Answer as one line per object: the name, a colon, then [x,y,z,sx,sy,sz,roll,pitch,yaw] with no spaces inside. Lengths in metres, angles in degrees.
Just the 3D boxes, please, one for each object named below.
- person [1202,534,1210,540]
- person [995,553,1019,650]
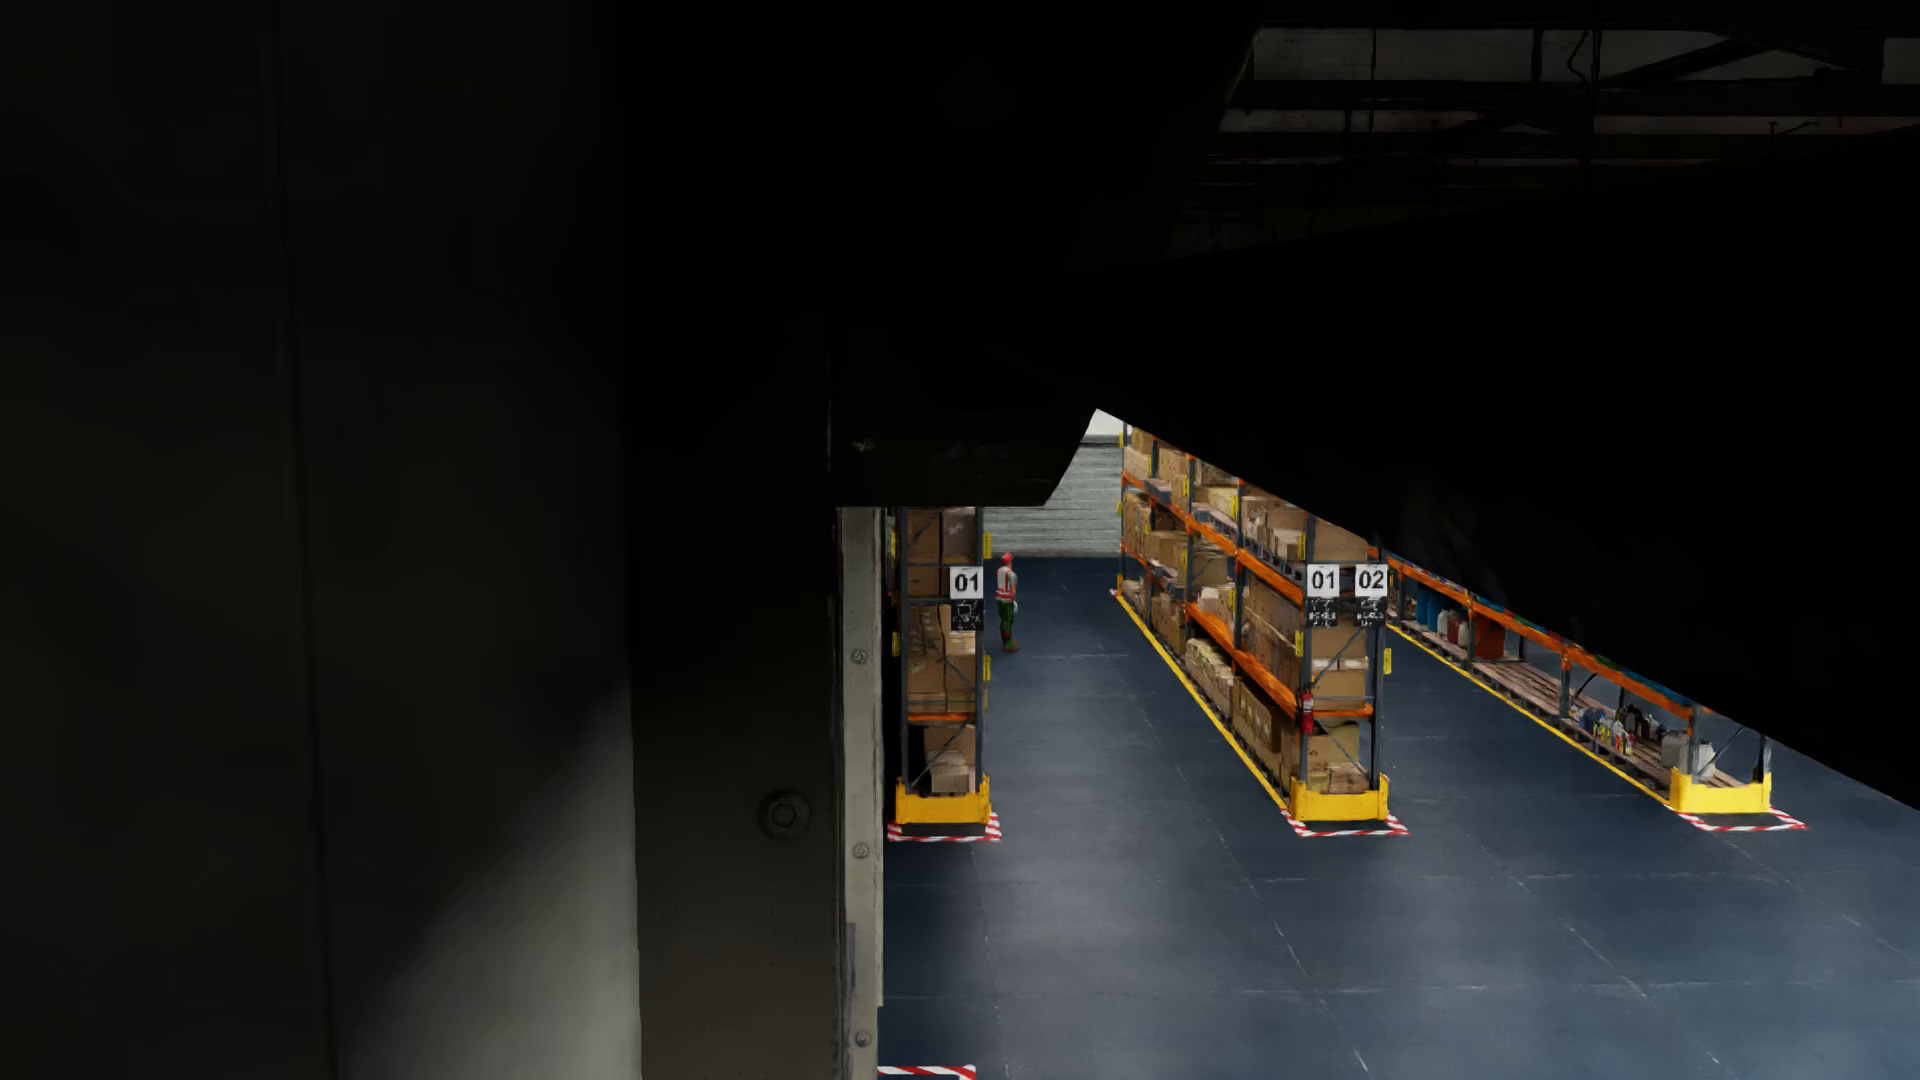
person: [5.618,0.021,38.906,0.677,1.726,0.574,-1,8,-5]
person: [0.936,1.121,30.746,0.501,1.789,0.621,-6,10,-35]
